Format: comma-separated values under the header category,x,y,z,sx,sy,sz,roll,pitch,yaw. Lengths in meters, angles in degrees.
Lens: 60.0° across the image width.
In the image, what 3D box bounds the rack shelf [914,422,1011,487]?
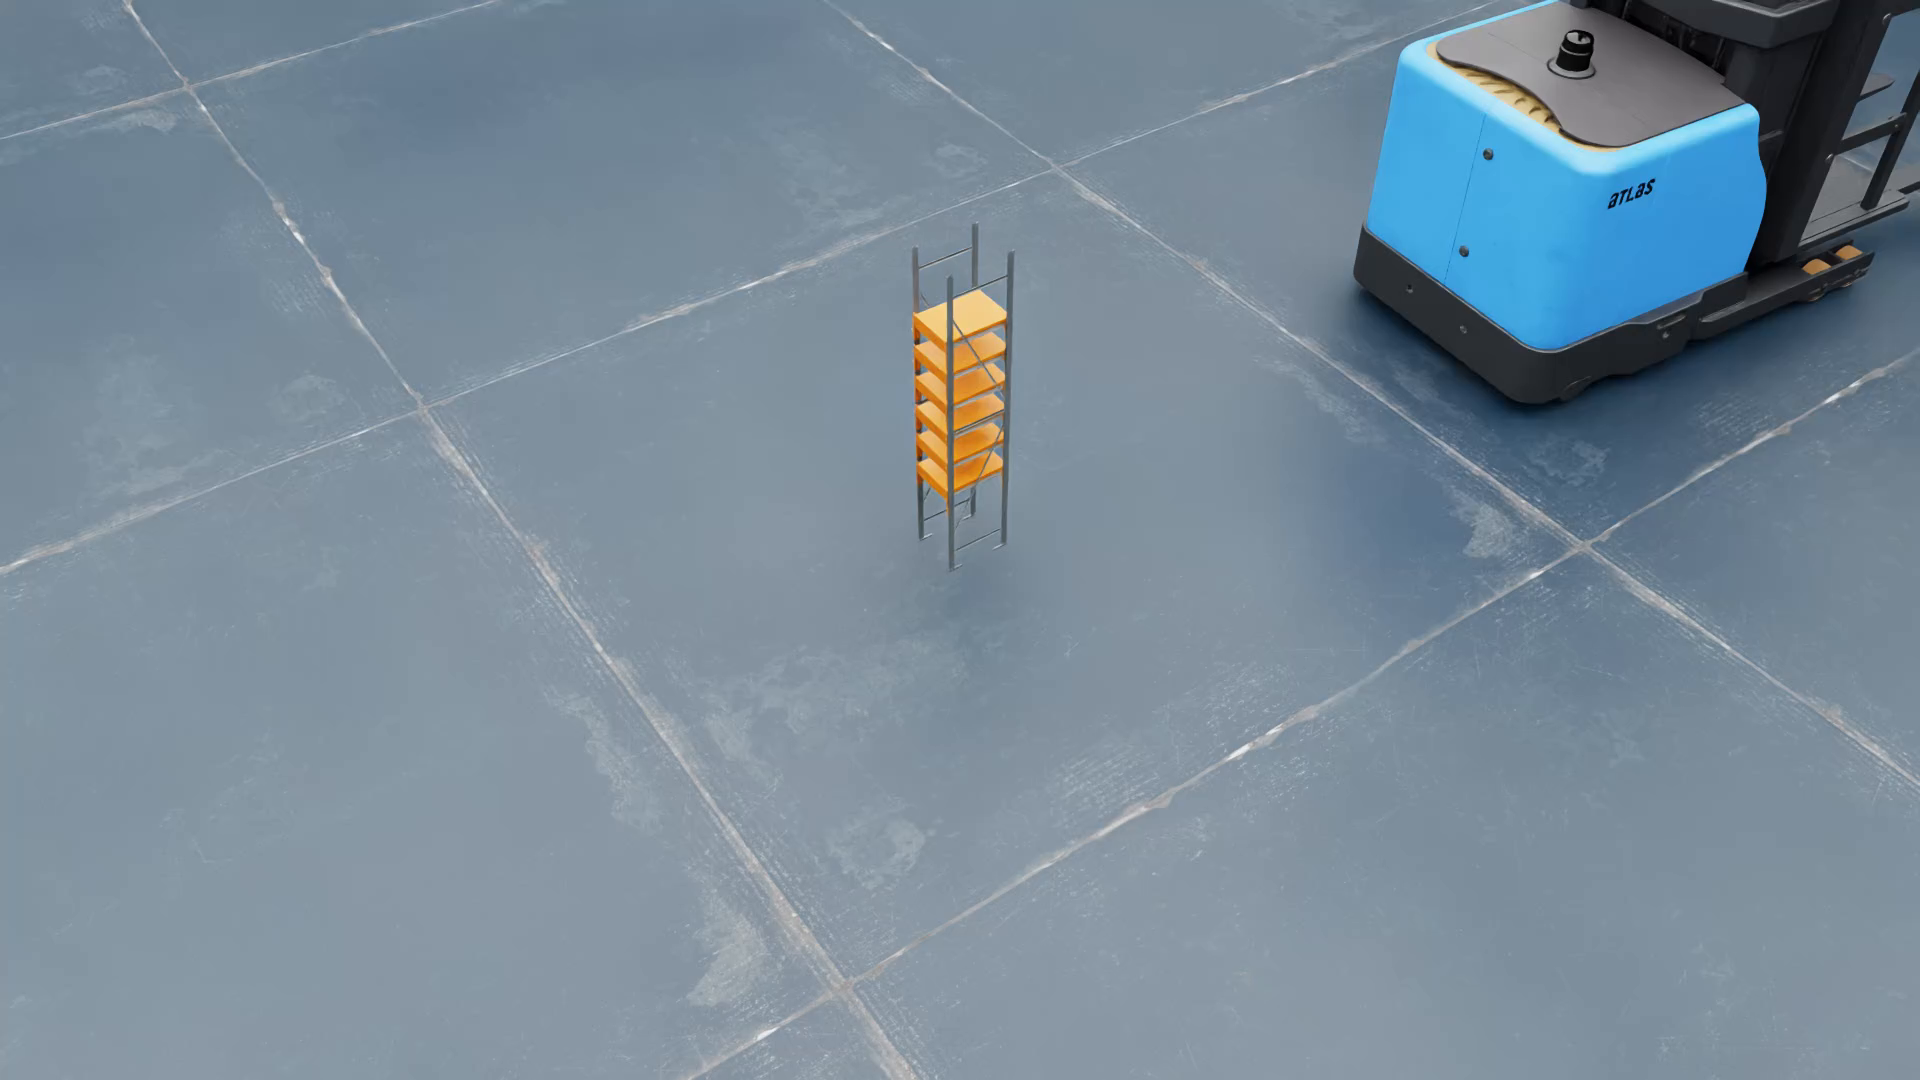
category,x,y,z,sx,sy,sz,roll,pitch,yaw
rack shelf,0.008,-0.307,5.441,0.258,0.103,0.180,-26,49,-24

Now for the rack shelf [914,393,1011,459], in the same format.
category,x,y,z,sx,sy,sz,roll,pitch,yaw
rack shelf,0.008,-0.394,5.358,0.258,0.103,0.180,-26,49,-24

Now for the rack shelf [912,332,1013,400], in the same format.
category,x,y,z,sx,sy,sz,roll,pitch,yaw
rack shelf,0.008,-0.567,5.192,0.258,0.103,0.180,-26,49,-24

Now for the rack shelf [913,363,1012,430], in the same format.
category,x,y,z,sx,sy,sz,roll,pitch,yaw
rack shelf,0.008,-0.480,5.275,0.258,0.103,0.180,-26,49,-24

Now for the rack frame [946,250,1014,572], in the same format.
category,x,y,z,sx,sy,sz,roll,pitch,yaw
rack frame,0.061,-0.374,5.273,0.240,1.200,0.006,-26,49,-24

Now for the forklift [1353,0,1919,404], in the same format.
category,x,y,z,sx,sy,sz,roll,pitch,yaw
forklift,3.134,-2.325,6.063,3.031,2.935,1.130,-22,48,-21

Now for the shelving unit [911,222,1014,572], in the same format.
category,x,y,z,sx,sy,sz,roll,pitch,yaw
shelving unit,0.008,-0.426,5.327,0.258,1.200,0.189,-26,49,-24

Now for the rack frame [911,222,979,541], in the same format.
category,x,y,z,sx,sy,sz,roll,pitch,yaw
rack frame,-0.044,-0.478,5.381,0.240,1.200,0.006,-26,49,-24

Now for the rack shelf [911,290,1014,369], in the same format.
category,x,y,z,sx,sy,sz,roll,pitch,yaw
rack shelf,0.008,-0.654,5.109,0.258,0.103,0.180,-26,49,-24

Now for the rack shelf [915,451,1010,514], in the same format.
category,x,y,z,sx,sy,sz,roll,pitch,yaw
rack shelf,0.008,-0.220,5.524,0.258,0.103,0.180,-26,49,-24
